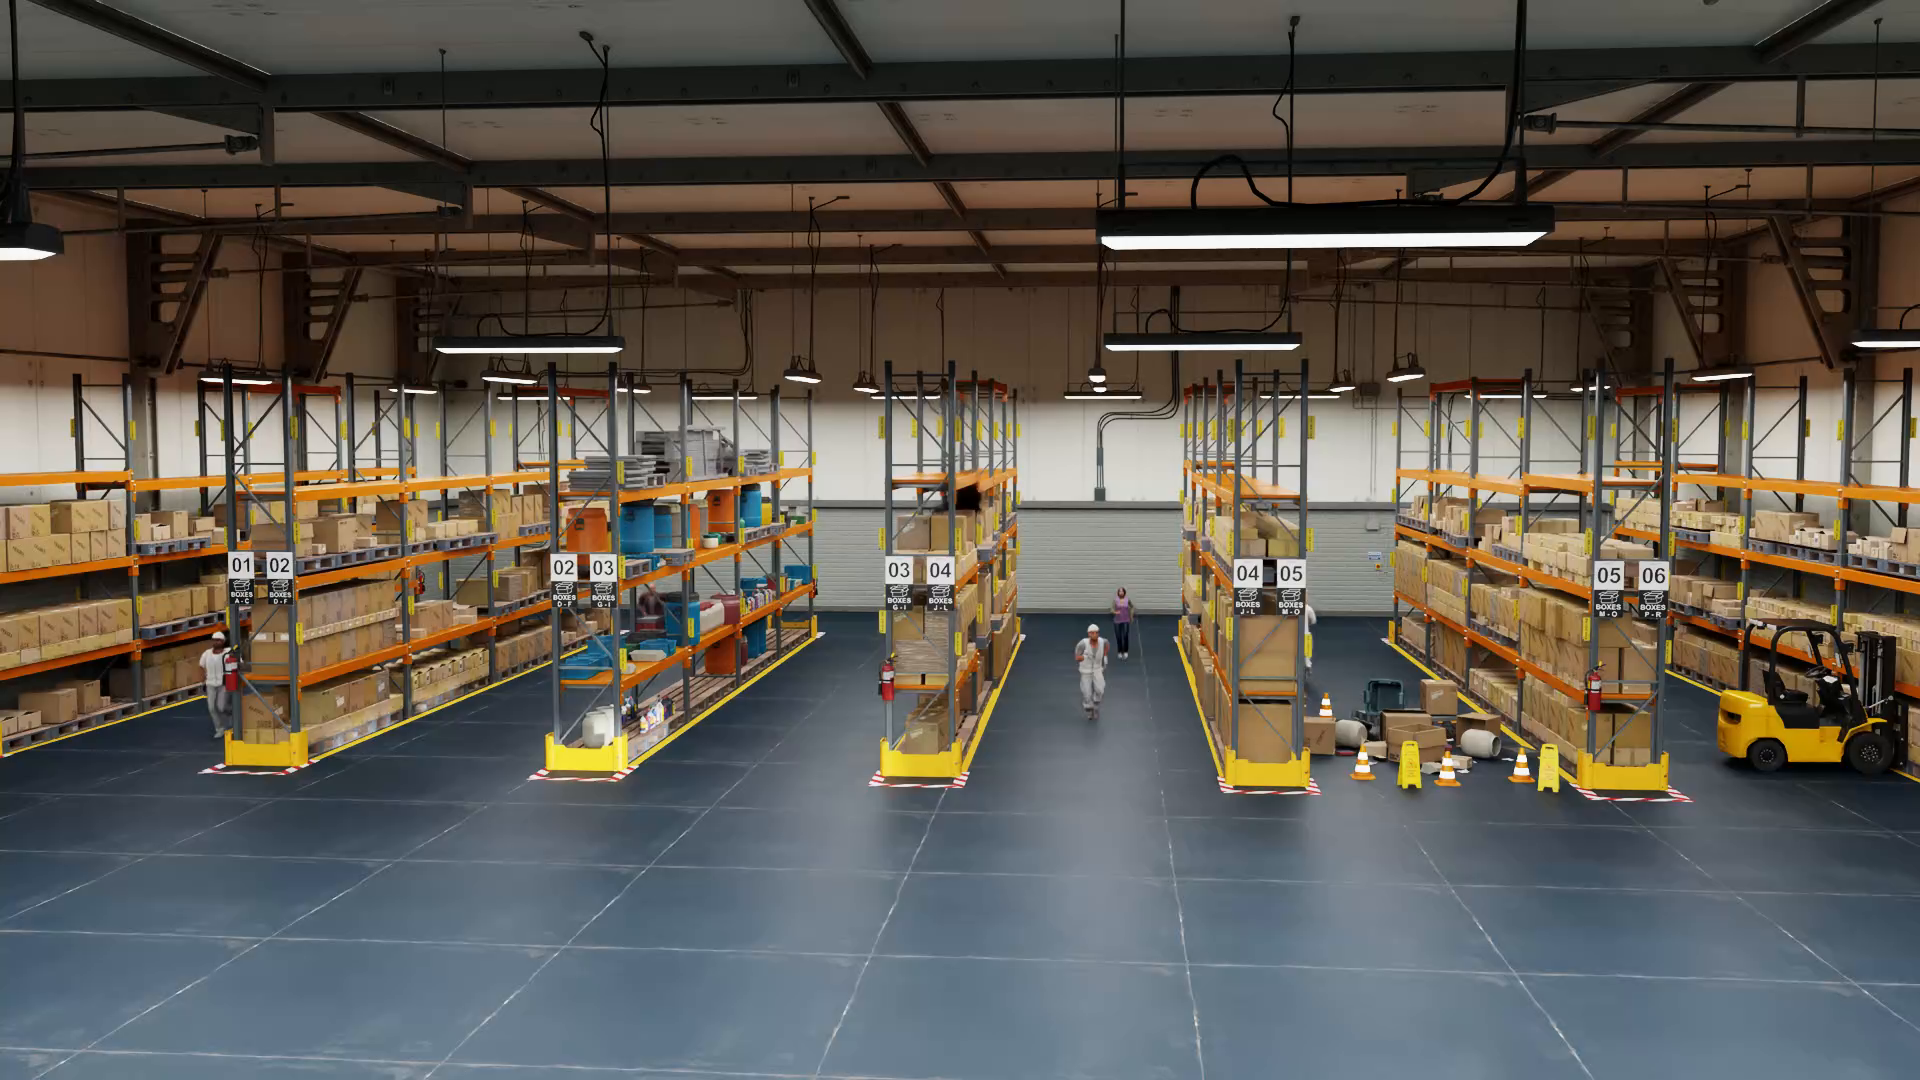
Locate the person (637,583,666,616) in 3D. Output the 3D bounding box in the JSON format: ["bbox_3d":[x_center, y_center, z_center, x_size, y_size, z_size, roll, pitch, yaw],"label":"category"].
[{"bbox_3d":[-6.694,1.772,36.466,0.704,1.713,0.797,0,4,7],"label":"person"}]

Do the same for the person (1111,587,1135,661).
[{"bbox_3d":[3.535,1.868,36.221,0.508,1.510,0.667,1,4,9],"label":"person"}]

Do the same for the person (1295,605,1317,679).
[{"bbox_3d":[6.758,1.942,33.172,0.718,1.785,1.007,0,4,4],"label":"person"}]

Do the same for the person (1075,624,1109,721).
[{"bbox_3d":[2.253,2.263,28.257,0.632,1.698,0.862,0,4,-4],"label":"person"}]

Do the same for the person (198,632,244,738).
[{"bbox_3d":[-12.118,2.359,27.217,0.703,1.723,0.588,0,4,-4],"label":"person"}]
